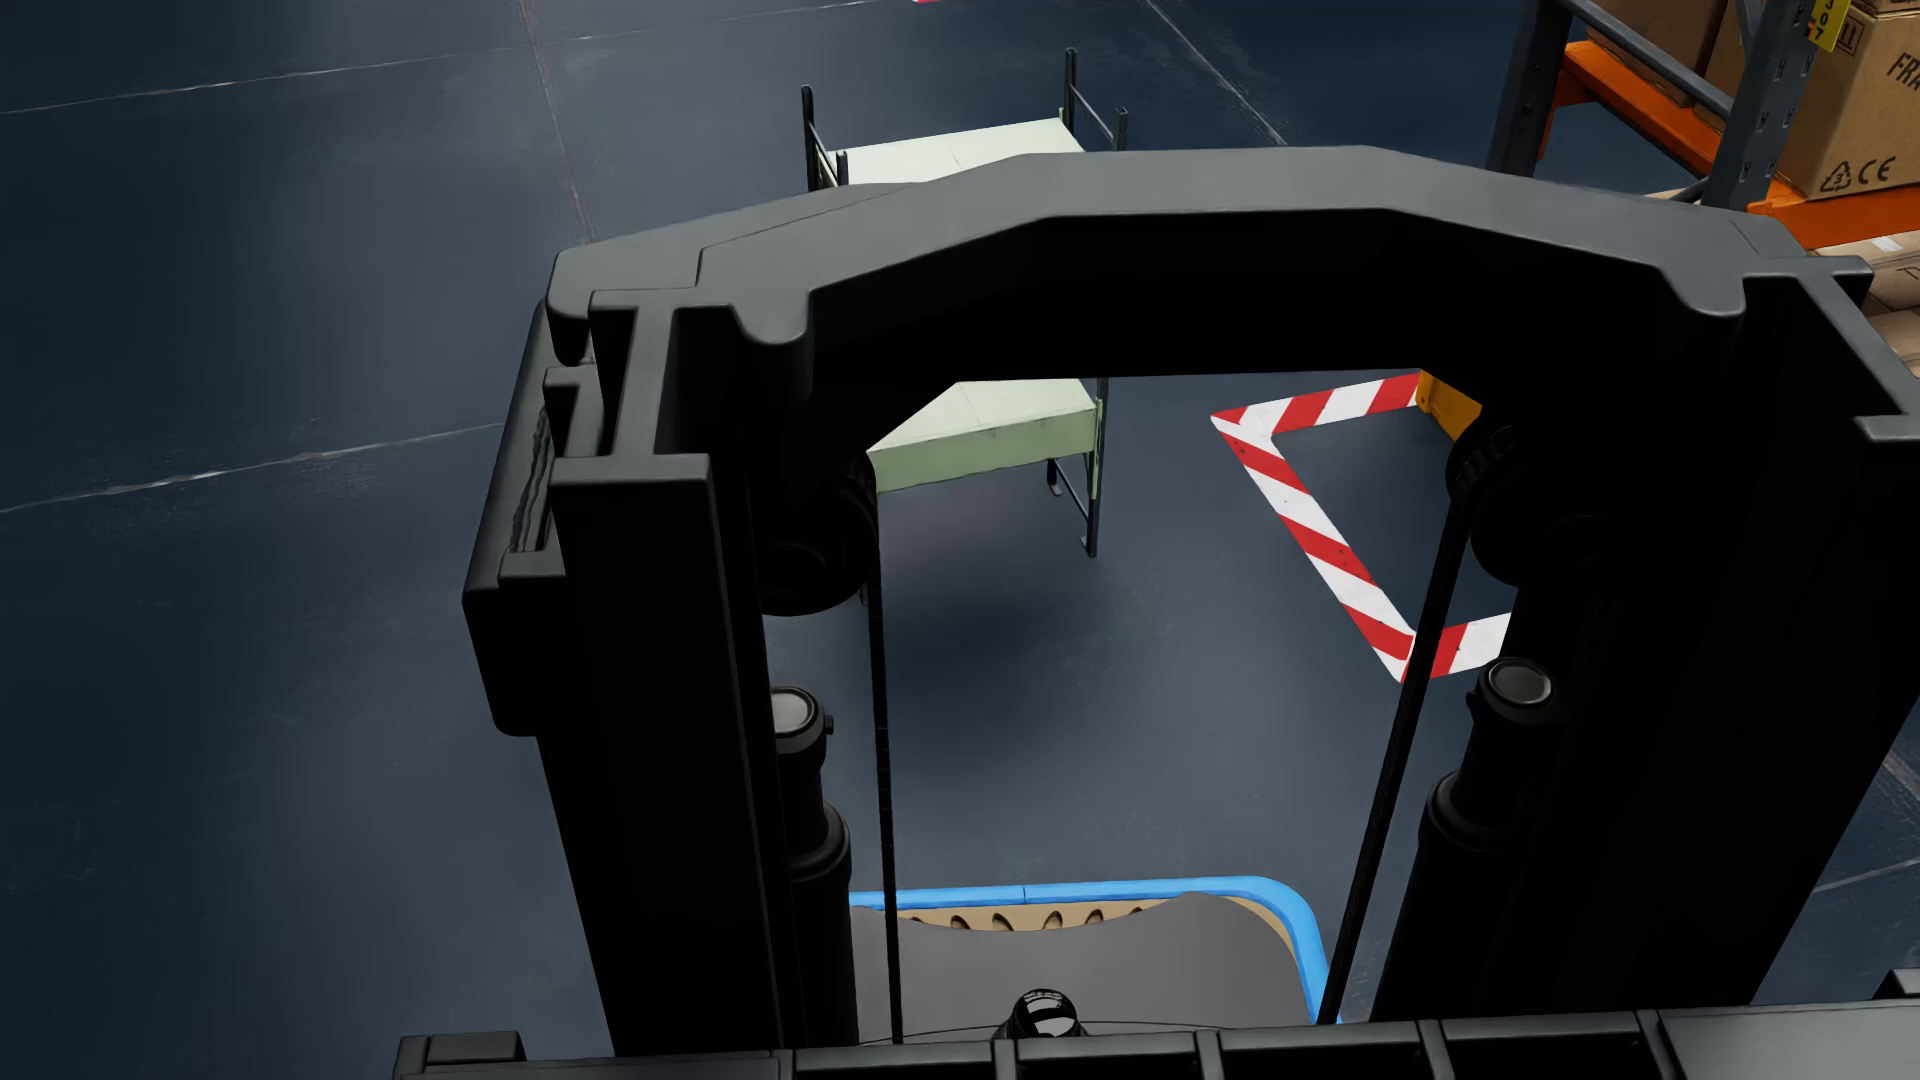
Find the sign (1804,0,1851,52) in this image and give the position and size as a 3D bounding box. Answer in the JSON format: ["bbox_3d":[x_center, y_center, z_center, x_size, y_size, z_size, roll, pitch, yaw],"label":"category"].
[{"bbox_3d":[2.003,-1.282,3.780,0.005,0.325,0.100,-12,42,-13],"label":"sign"}]

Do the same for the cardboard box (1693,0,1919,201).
[{"bbox_3d":[2.342,-1.257,4.332,0.500,0.500,0.500,-11,42,-12],"label":"cardboard box"}]

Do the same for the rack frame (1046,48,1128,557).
[{"bbox_3d":[0.355,-0.638,4.841,0.023,1.500,0.400,-12,42,-13],"label":"rack frame"}]

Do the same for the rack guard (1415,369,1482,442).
[{"bbox_3d":[1.912,-0.370,5.294,0.348,0.500,1.175,-12,42,-13],"label":"rack guard"}]

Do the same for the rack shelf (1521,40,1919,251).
[{"bbox_3d":[3.747,-1.421,5.143,4.000,0.370,1.077,-12,42,-13],"label":"rack shelf"}]

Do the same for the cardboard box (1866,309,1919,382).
[{"bbox_3d":[2.920,-0.455,5.247,0.500,0.250,0.500,-12,42,-13],"label":"cardboard box"}]

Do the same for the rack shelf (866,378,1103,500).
[{"bbox_3d":[0.006,-0.321,4.973,0.720,0.370,0.431,-12,42,-13],"label":"rack shelf"}]

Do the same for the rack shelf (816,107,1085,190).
[{"bbox_3d":[0.006,-0.860,4.501,0.720,0.370,0.431,-12,42,-13],"label":"rack shelf"}]

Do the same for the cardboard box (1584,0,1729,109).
[{"bbox_3d":[2.185,-1.594,4.718,0.500,0.500,0.500,-10,42,-12],"label":"cardboard box"}]

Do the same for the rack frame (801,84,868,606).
[{"bbox_3d":[-0.343,-0.494,4.675,0.023,1.500,0.400,-12,42,-13],"label":"rack frame"}]

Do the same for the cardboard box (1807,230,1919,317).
[{"bbox_3d":[3.199,-0.858,5.708,0.500,0.250,0.500,-12,42,-13],"label":"cardboard box"}]

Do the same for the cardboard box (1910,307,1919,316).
[{"bbox_3d":[3.397,-0.554,5.360,0.500,0.250,0.500,-12,42,-13],"label":"cardboard box"}]

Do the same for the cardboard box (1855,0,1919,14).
[{"bbox_3d":[2.342,-1.633,4.004,0.500,0.500,0.500,-10,42,-12],"label":"cardboard box"}]

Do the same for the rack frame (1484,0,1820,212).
[{"bbox_3d":[1.840,-1.297,4.454,0.127,3.000,1.000,-12,42,-13],"label":"rack frame"}]

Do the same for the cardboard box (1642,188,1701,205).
[{"bbox_3d":[2.284,-0.783,5.432,0.500,0.500,0.500,-12,42,-13],"label":"cardboard box"}]

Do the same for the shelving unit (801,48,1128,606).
[{"bbox_3d":[0.006,-0.566,4.758,0.755,1.500,0.431,-12,42,-13],"label":"shelving unit"}]
